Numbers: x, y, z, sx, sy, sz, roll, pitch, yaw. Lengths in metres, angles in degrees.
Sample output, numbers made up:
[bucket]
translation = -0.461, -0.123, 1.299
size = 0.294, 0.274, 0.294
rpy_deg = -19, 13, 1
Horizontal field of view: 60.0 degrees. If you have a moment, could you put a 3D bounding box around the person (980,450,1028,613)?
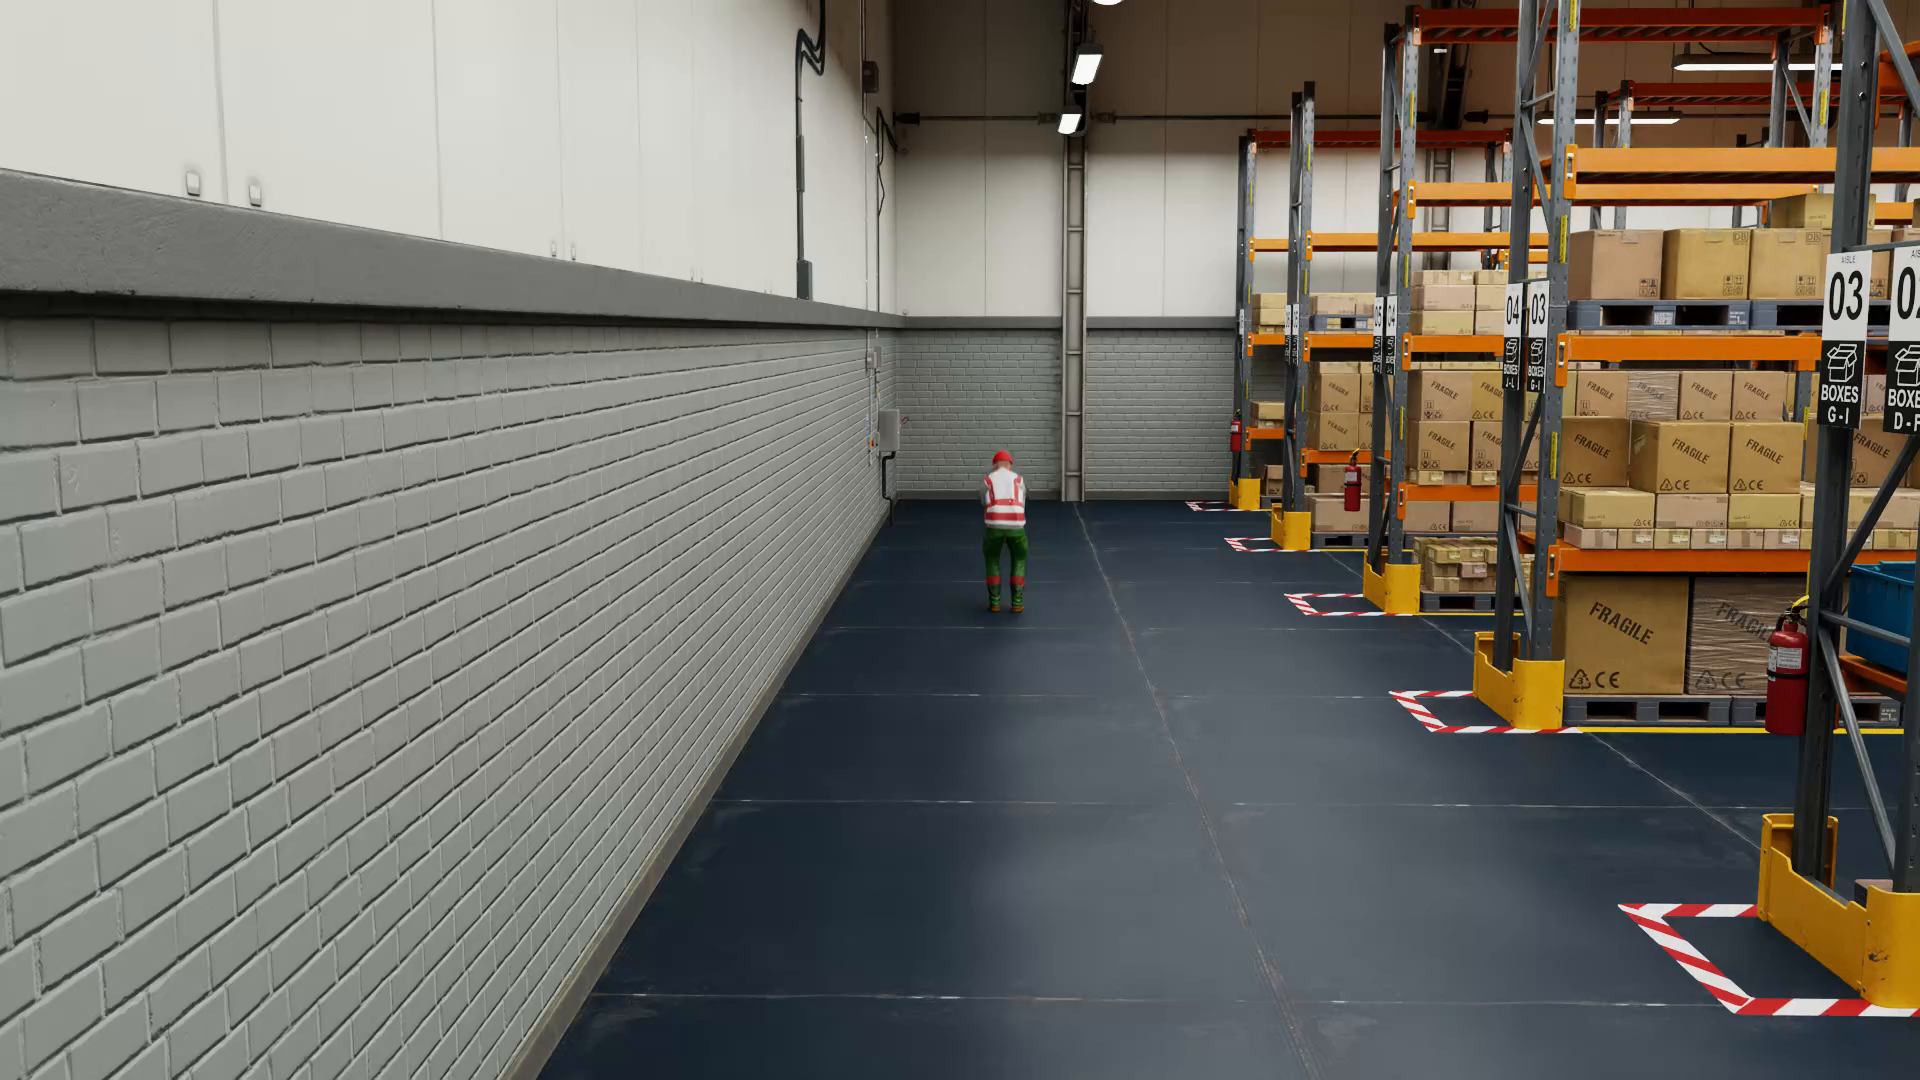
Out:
[person]
translation = 0.452, -0.100, 17.106
size = 0.492, 1.628, 0.739
rpy_deg = 0, 7, 0
